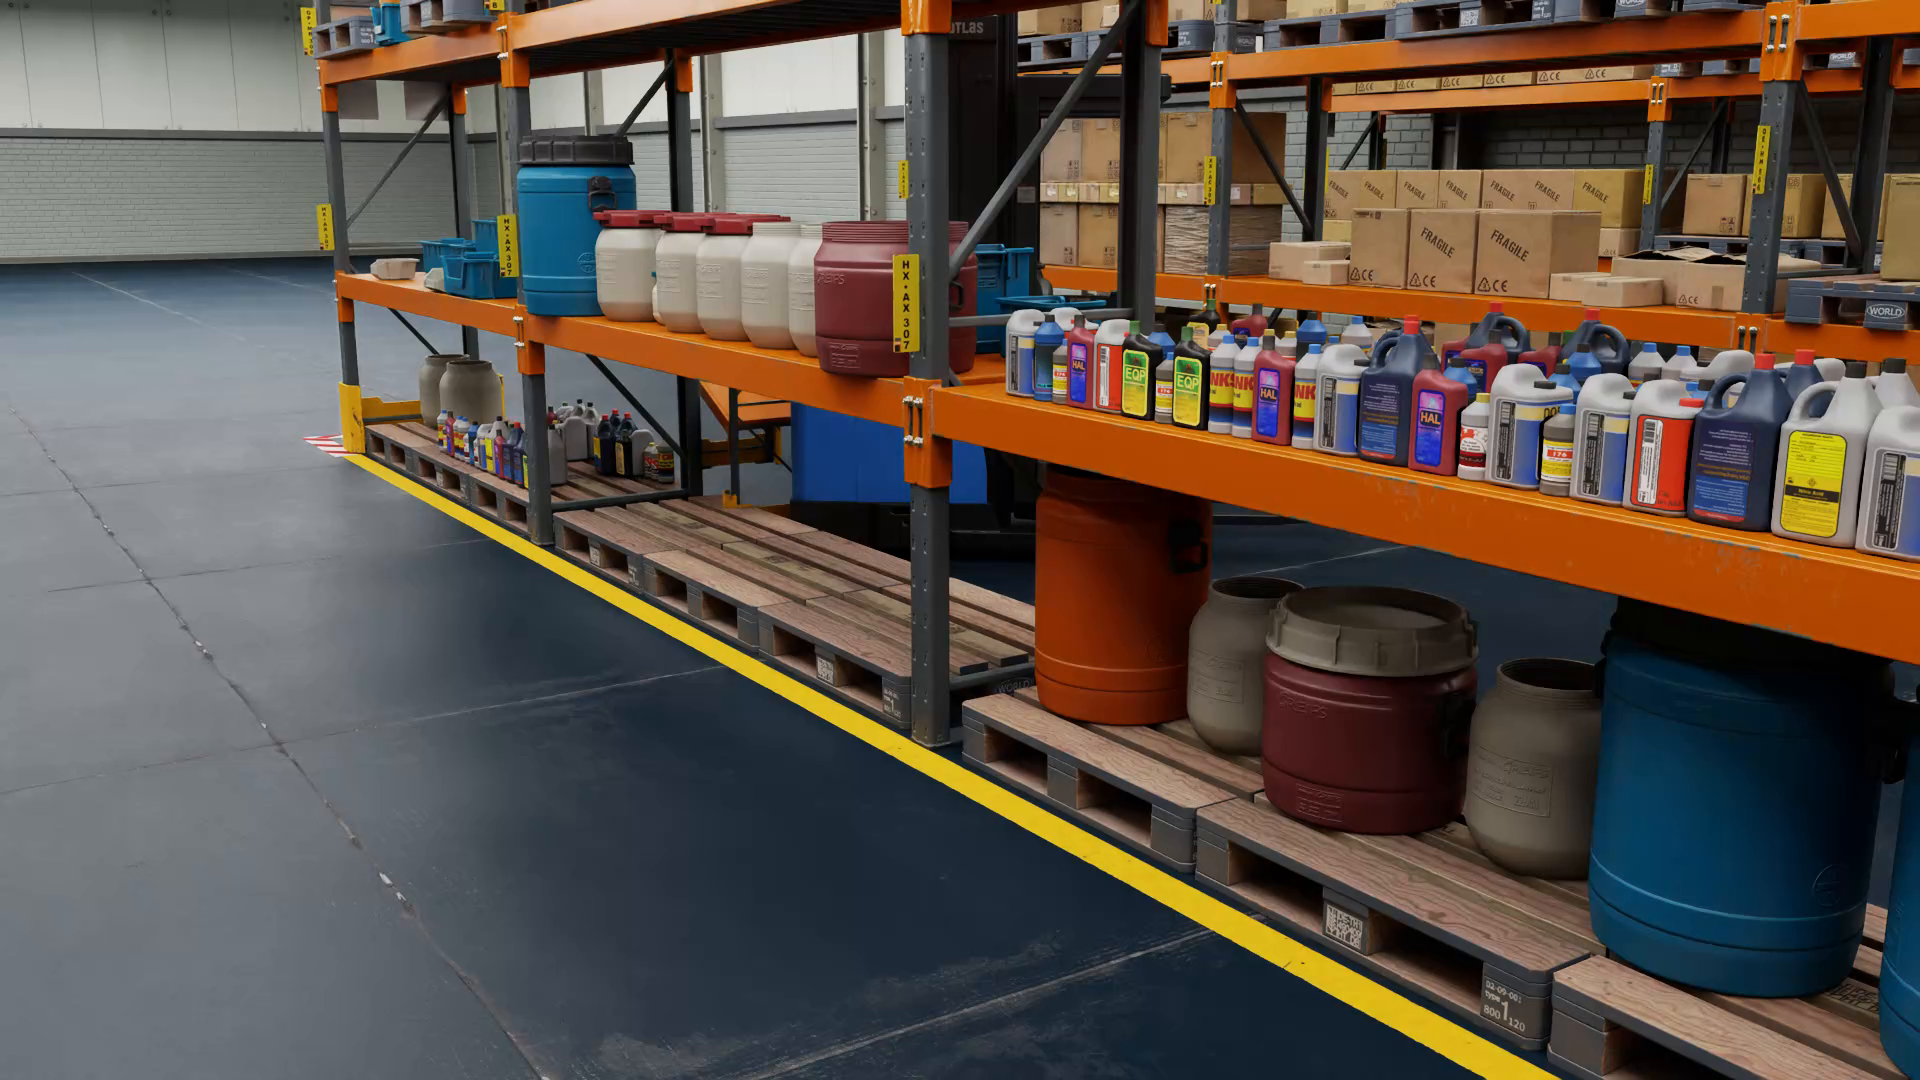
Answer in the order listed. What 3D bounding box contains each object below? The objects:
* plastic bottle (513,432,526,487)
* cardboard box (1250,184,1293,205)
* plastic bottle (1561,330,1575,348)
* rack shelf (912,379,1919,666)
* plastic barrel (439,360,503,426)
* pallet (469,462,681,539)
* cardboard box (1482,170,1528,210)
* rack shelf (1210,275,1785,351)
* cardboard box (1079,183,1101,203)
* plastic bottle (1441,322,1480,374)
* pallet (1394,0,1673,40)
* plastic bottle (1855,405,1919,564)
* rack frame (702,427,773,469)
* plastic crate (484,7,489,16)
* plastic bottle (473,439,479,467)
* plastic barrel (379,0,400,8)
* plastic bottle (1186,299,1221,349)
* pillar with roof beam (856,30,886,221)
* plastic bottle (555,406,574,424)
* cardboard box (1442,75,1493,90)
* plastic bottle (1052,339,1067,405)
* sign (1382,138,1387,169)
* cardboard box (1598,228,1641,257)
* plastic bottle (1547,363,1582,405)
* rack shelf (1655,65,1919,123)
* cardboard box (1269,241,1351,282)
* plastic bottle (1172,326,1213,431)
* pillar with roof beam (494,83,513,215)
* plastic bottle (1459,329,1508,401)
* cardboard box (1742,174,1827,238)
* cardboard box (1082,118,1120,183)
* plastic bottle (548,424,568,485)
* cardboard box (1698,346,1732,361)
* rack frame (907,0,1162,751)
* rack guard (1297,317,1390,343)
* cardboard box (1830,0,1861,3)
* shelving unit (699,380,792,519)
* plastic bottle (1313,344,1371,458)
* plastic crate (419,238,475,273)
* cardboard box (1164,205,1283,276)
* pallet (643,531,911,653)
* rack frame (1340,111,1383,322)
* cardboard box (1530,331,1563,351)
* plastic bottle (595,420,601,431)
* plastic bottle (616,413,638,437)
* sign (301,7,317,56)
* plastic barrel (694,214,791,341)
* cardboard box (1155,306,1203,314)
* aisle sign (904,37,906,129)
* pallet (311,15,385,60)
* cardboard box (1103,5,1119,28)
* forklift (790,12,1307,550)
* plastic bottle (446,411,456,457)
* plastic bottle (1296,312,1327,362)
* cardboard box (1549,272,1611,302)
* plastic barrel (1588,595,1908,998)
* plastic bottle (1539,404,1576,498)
[{"bbox_3d":[-2.540,-0.496,9.781,0.144,0.351,0.185,-9,15,-34],"label":"plastic bottle"},{"bbox_3d":[2.195,-2.517,12.099,0.380,0.149,0.250,-8,15,-33],"label":"cardboard box"},{"bbox_3d":[1.662,-0.445,4.650,0.061,0.283,0.133,-8,15,-33],"label":"plastic bottle"},{"bbox_3d":[1.381,-0.077,4.375,1.077,0.370,4.000,-8,15,-33],"label":"rack shelf"},{"bbox_3d":[-3.453,-0.999,11.750,0.421,0.512,0.421,0,12,0],"label":"plastic barrel"},{"bbox_3d":[-2.280,-0.257,10.044,1.003,0.211,1.213,-8,15,-33],"label":"pallet"},{"bbox_3d":[5.234,-3.197,15.509,0.500,0.500,0.500,-9,15,-34],"label":"cardboard box"},{"bbox_3d":[3.291,-1.374,10.306,1.077,0.370,4.000,-8,15,-33],"label":"rack shelf"},{"bbox_3d":[1.152,-2.695,12.914,0.380,0.149,0.250,-8,14,-31],"label":"cardboard box"},{"bbox_3d":[1.486,-0.502,4.909,0.061,0.283,0.133,-8,15,-33],"label":"plastic bottle"},{"bbox_3d":[3.326,-3.051,9.713,1.003,0.211,1.213,-7,14,-30],"label":"pallet"},{"bbox_3d":[1.800,-0.109,3.127,0.152,0.276,0.135,-8,15,-33],"label":"plastic bottle"},{"bbox_3d":[-1.371,-1.145,9.938,0.500,1.500,0.032,-7,25,-20],"label":"rack frame"},{"bbox_3d":[-2.852,-3.361,10.724,0.392,0.384,0.575,-8,15,-33],"label":"plastic crate"},{"bbox_3d":[-3.000,-0.562,10.431,0.097,0.201,0.097,0,12,0],"label":"plastic bottle"},{"bbox_3d":[-3.784,-4.015,11.693,0.600,0.830,0.708,-8,15,-33],"label":"plastic barrel"},{"bbox_3d":[0.853,-0.705,5.839,0.061,0.283,0.133,-8,15,-33],"label":"plastic bottle"},{"bbox_3d":[-5.036,-7.912,24.480,9.100,9.000,0.400,-8,15,-33],"label":"pillar with roof beam"},{"bbox_3d":[-2.660,-0.768,11.198,0.152,0.276,0.135,-8,15,-32],"label":"plastic bottle"},{"bbox_3d":[4.939,-4.530,15.752,0.500,0.500,0.500,-7,14,-29],"label":"cardboard box"},{"bbox_3d":[0.339,-0.530,5.230,0.097,0.201,0.097,0,12,0],"label":"plastic bottle"},{"bbox_3d":[4.562,-4.161,17.919,0.100,0.325,0.005,-8,15,-33],"label":"sign"},{"bbox_3d":[5.790,-2.653,14.775,0.500,0.250,0.500,-8,15,-33],"label":"cardboard box"},{"bbox_3d":[1.411,-0.279,3.919,0.097,0.271,0.097,0,12,0],"label":"plastic bottle"},{"bbox_3d":[7.413,-3.426,12.670,1.077,0.370,4.000,-8,15,-33],"label":"rack shelf"},{"bbox_3d":[2.492,-1.925,11.495,0.500,0.250,0.500,-7,14,-29],"label":"cardboard box"},{"bbox_3d":[0.664,-0.459,4.712,0.061,0.283,0.133,-8,15,-33],"label":"plastic bottle"},{"bbox_3d":[-15.009,-11.114,39.119,9.100,9.000,0.548,-8,15,-33],"label":"pillar with roof beam"},{"bbox_3d":[1.468,-0.452,4.681,0.061,0.283,0.133,-8,15,-33],"label":"plastic bottle"},{"bbox_3d":[6.862,-2.737,13.591,0.700,0.500,0.500,-6,14,-27],"label":"cardboard box"},{"bbox_3d":[1.374,-3.020,12.881,0.700,0.500,0.500,-8,15,-33],"label":"cardboard box"},{"bbox_3d":[-2.420,-0.513,9.859,0.144,0.351,0.185,-8,15,-33],"label":"plastic bottle"},{"bbox_3d":[6.726,-1.533,14.170,0.700,0.500,0.500,-8,14,-31],"label":"cardboard box"},{"bbox_3d":[0.273,-0.784,5.924,1.000,3.000,0.127,-8,15,-33],"label":"rack frame"},{"bbox_3d":[4.130,-2.144,17.998,1.175,0.500,0.348,-8,15,-33],"label":"rack guard"},{"bbox_3d":[4.669,-2.810,7.935,0.910,0.500,0.500,-8,15,-33],"label":"cardboard box"},{"bbox_3d":[-1.189,-0.944,9.497,0.587,1.500,1.083,-7,25,-20],"label":"shelving unit"},{"bbox_3d":[1.012,-0.361,4.283,0.152,0.276,0.135,-8,15,-33],"label":"plastic bottle"},{"bbox_3d":[-3.633,-2.080,12.201,0.499,0.251,0.616,-8,15,-33],"label":"plastic crate"},{"bbox_3d":[1.932,-2.208,12.202,0.700,0.500,0.500,-9,15,-34],"label":"cardboard box"},{"bbox_3d":[-0.795,0.219,7.864,1.003,0.211,1.213,-8,15,-33],"label":"pallet"},{"bbox_3d":[4.088,-3.379,17.793,1.000,3.000,0.127,-8,15,-33],"label":"rack frame"},{"bbox_3d":[5.696,-1.841,15.582,0.500,0.500,0.500,-9,16,-37],"label":"cardboard box"},{"bbox_3d":[-2.262,-0.625,10.556,0.097,0.271,0.097,0,12,0],"label":"plastic bottle"},{"bbox_3d":[-2.045,-0.609,10.294,0.144,0.351,0.185,-8,14,-31],"label":"plastic bottle"},{"bbox_3d":[-4.619,-3.612,11.815,0.100,0.325,0.005,-8,15,-33],"label":"sign"},{"bbox_3d":[-0.949,-1.158,7.318,0.433,0.535,0.433,0,12,0],"label":"plastic barrel"},{"bbox_3d":[1.632,-1.606,13.384,0.500,0.500,0.500,-8,15,-33],"label":"cardboard box"},{"bbox_3d":[-0.325,-4.038,14.718,0.394,0.787,0.004,-8,15,-33],"label":"aisle sign"},{"bbox_3d":[-3.782,-3.421,11.404,1.003,0.211,1.213,-8,15,-33],"label":"pallet"},{"bbox_3d":[1.287,-3.879,12.335,0.380,0.149,0.250,-8,15,-33],"label":"cardboard box"},{"bbox_3d":[0.624,-1.424,9.011,3.031,2.935,1.130,1,12,3],"label":"forklift"},{"bbox_3d":[-3.304,-0.693,10.836,0.061,0.283,0.133,-8,15,-32],"label":"plastic bottle"},{"bbox_3d":[1.137,-0.601,5.390,0.097,0.271,0.097,0,12,0],"label":"plastic bottle"},{"bbox_3d":[3.646,-1.467,9.636,0.380,0.149,0.250,-7,14,-29],"label":"cardboard box"},{"bbox_3d":[1.810,0.523,3.878,0.600,0.901,0.708,-8,15,-33],"label":"plastic barrel"},{"bbox_3d":[1.359,-0.203,3.734,0.097,0.201,0.097,0,12,0],"label":"plastic bottle"}]
